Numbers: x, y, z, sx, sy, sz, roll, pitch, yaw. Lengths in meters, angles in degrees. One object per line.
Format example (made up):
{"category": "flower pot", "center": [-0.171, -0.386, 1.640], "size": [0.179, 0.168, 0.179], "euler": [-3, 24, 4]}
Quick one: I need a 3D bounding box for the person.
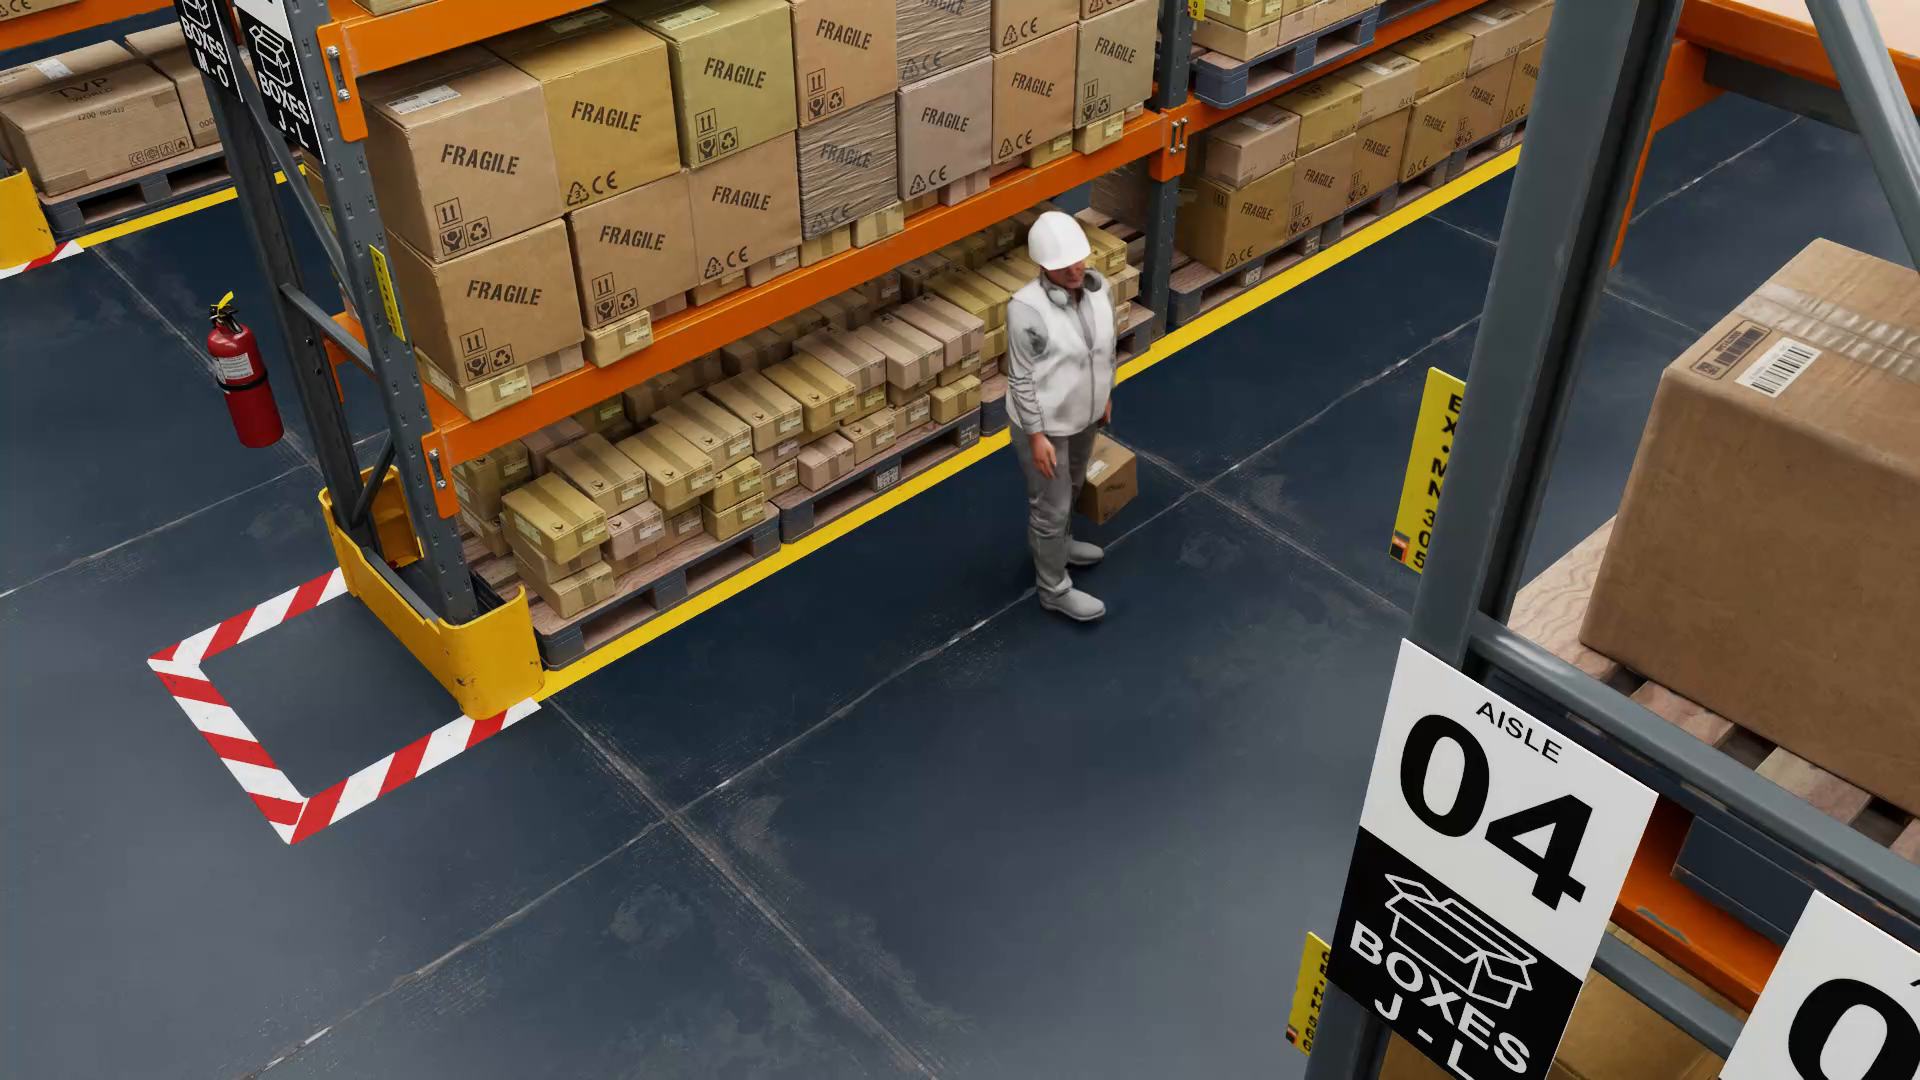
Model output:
{"category": "person", "center": [0.474, -0.485, 6.688], "size": [0.535, 1.776, 0.577], "euler": [29, 48, 31]}
